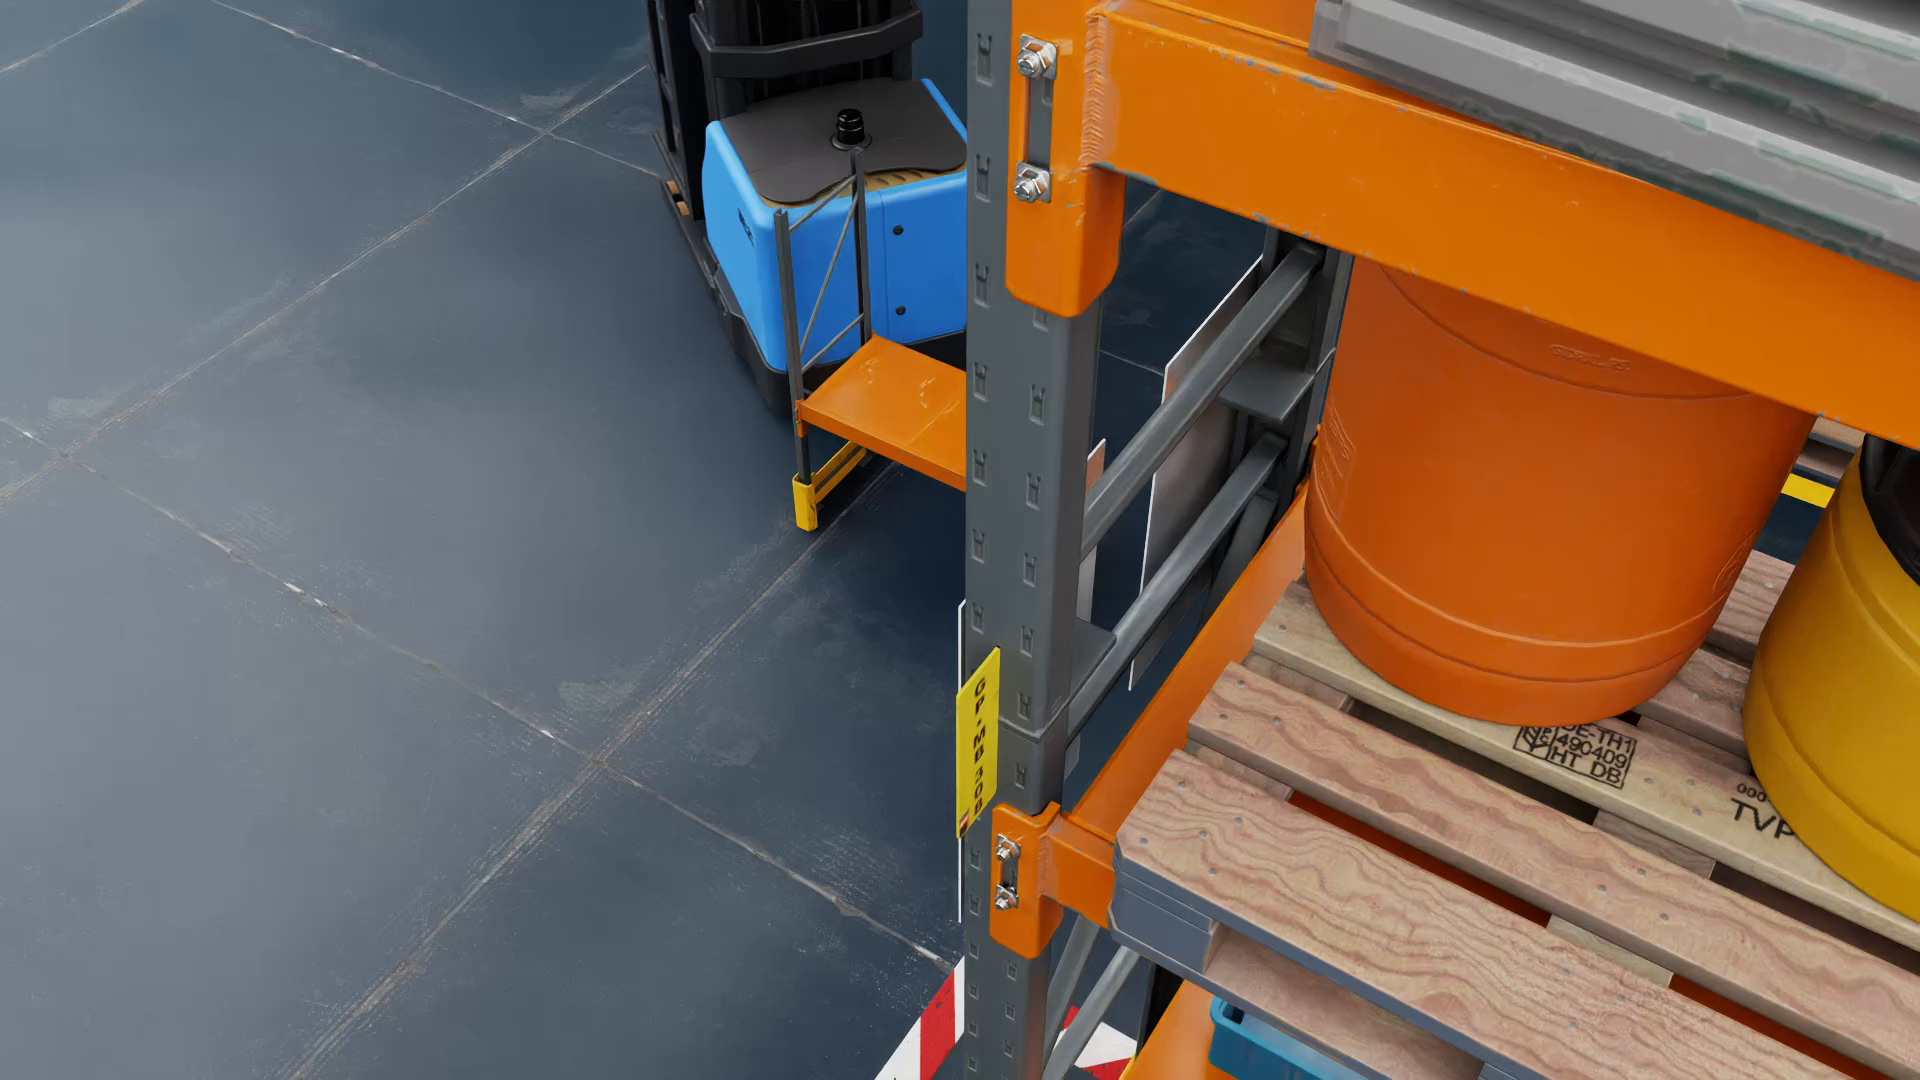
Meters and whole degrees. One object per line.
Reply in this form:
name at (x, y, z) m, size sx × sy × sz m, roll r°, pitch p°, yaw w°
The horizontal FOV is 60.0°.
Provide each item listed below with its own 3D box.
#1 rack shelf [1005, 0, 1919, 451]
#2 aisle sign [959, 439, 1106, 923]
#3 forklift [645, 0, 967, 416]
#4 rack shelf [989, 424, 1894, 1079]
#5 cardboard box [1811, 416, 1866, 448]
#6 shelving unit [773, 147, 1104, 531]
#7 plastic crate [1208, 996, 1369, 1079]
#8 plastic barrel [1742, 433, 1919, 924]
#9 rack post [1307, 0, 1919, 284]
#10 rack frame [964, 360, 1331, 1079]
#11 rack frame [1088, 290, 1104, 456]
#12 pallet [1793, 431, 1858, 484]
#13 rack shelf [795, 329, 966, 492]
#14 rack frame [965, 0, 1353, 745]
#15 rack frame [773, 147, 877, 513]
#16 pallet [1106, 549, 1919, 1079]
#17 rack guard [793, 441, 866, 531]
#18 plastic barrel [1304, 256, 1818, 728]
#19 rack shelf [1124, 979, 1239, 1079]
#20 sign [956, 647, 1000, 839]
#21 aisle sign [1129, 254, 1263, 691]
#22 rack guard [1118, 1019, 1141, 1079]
rack shelf at (2.008, 0.076, 1.182) m, size 4.000 × 0.370 × 1.077 m, roll 25°, pitch 51°, yaw 22°
aisle sign at (0.106, 0.245, 2.608) m, size 0.004 × 0.787 × 0.394 m, roll 25°, pitch 51°, yaw 22°
forklift at (-0.849, -2.629, 7.261) m, size 1.130 × 2.935 × 3.031 m, roll -16°, pitch 48°, yaw -15°
rack shelf at (2.008, 0.982, 2.115) m, size 4.000 × 0.370 × 1.077 m, roll 25°, pitch 51°, yaw 22°
cardboard box at (3.756, -0.642, 6.906) m, size 0.500 × 0.250 × 0.500 m, roll 25°, pitch 51°, yaw 22°
shelving unit at (-0.064, -0.552, 6.241) m, size 1.083 × 1.500 × 0.587 m, roll 25°, pitch 51°, yaw 22°
plastic crate at (0.908, 1.067, 3.725) m, size 0.616 × 0.251 × 0.499 m, roll 25°, pitch 51°, yaw 22°
plastic barrel at (1.353, 0.109, 2.037) m, size 0.600 × 0.588 × 0.600 m, roll 0°, pitch 46°, yaw 0°
rack post at (0.892, -0.545, 1.354) m, size 0.954 × 0.300 × 0.937 m, roll 30°, pitch 53°, yaw 26°
rack frame at (0.325, 1.002, 3.685) m, size 0.127 × 3.000 × 1.000 m, roll 25°, pitch 51°, yaw 22°
rack frame at (0.356, -0.359, 6.053) m, size 0.032 × 1.500 × 0.500 m, roll 25°, pitch 51°, yaw 22°
pallet at (3.668, -0.744, 7.326) m, size 1.213 × 0.211 × 1.003 m, roll 25°, pitch 51°, yaw 22°
rack shelf at (-0.072, -0.430, 6.373) m, size 1.000 × 0.185 × 0.538 m, roll 25°, pitch 51°, yaw 22°
rack frame at (0.325, -1.089, 1.533) m, size 0.127 × 3.000 × 1.000 m, roll 25°, pitch 51°, yaw 22°
rack frame at (-0.500, -0.753, 6.435) m, size 0.032 × 1.500 × 0.500 m, roll 25°, pitch 51°, yaw 22°
pallet at (0.968, 0.402, 2.308) m, size 1.213 × 0.211 × 1.003 m, roll 25°, pitch 51°, yaw 22°
rack guard at (-0.483, -0.309, 6.876) m, size 0.087 × 0.250 × 0.587 m, roll 25°, pitch 51°, yaw 22°
plastic barrel at (0.802, -0.228, 2.196) m, size 0.708 × 0.830 × 0.600 m, roll 25°, pitch 51°, yaw 22°
rack shelf at (2.008, 2.027, 3.190) m, size 4.000 × 0.370 × 1.077 m, roll 25°, pitch 51°, yaw 22°
sign at (0.024, 0.284, 2.285) m, size 0.005 × 0.325 × 0.100 m, roll 25°, pitch 51°, yaw 22°
aisle sign at (0.424, -0.111, 2.954) m, size 0.004 × 0.787 × 0.394 m, roll 25°, pitch 51°, yaw 22°
rack guard at (0.414, 1.874, 4.580) m, size 0.348 × 0.500 × 1.175 m, roll 25°, pitch 51°, yaw 22°
